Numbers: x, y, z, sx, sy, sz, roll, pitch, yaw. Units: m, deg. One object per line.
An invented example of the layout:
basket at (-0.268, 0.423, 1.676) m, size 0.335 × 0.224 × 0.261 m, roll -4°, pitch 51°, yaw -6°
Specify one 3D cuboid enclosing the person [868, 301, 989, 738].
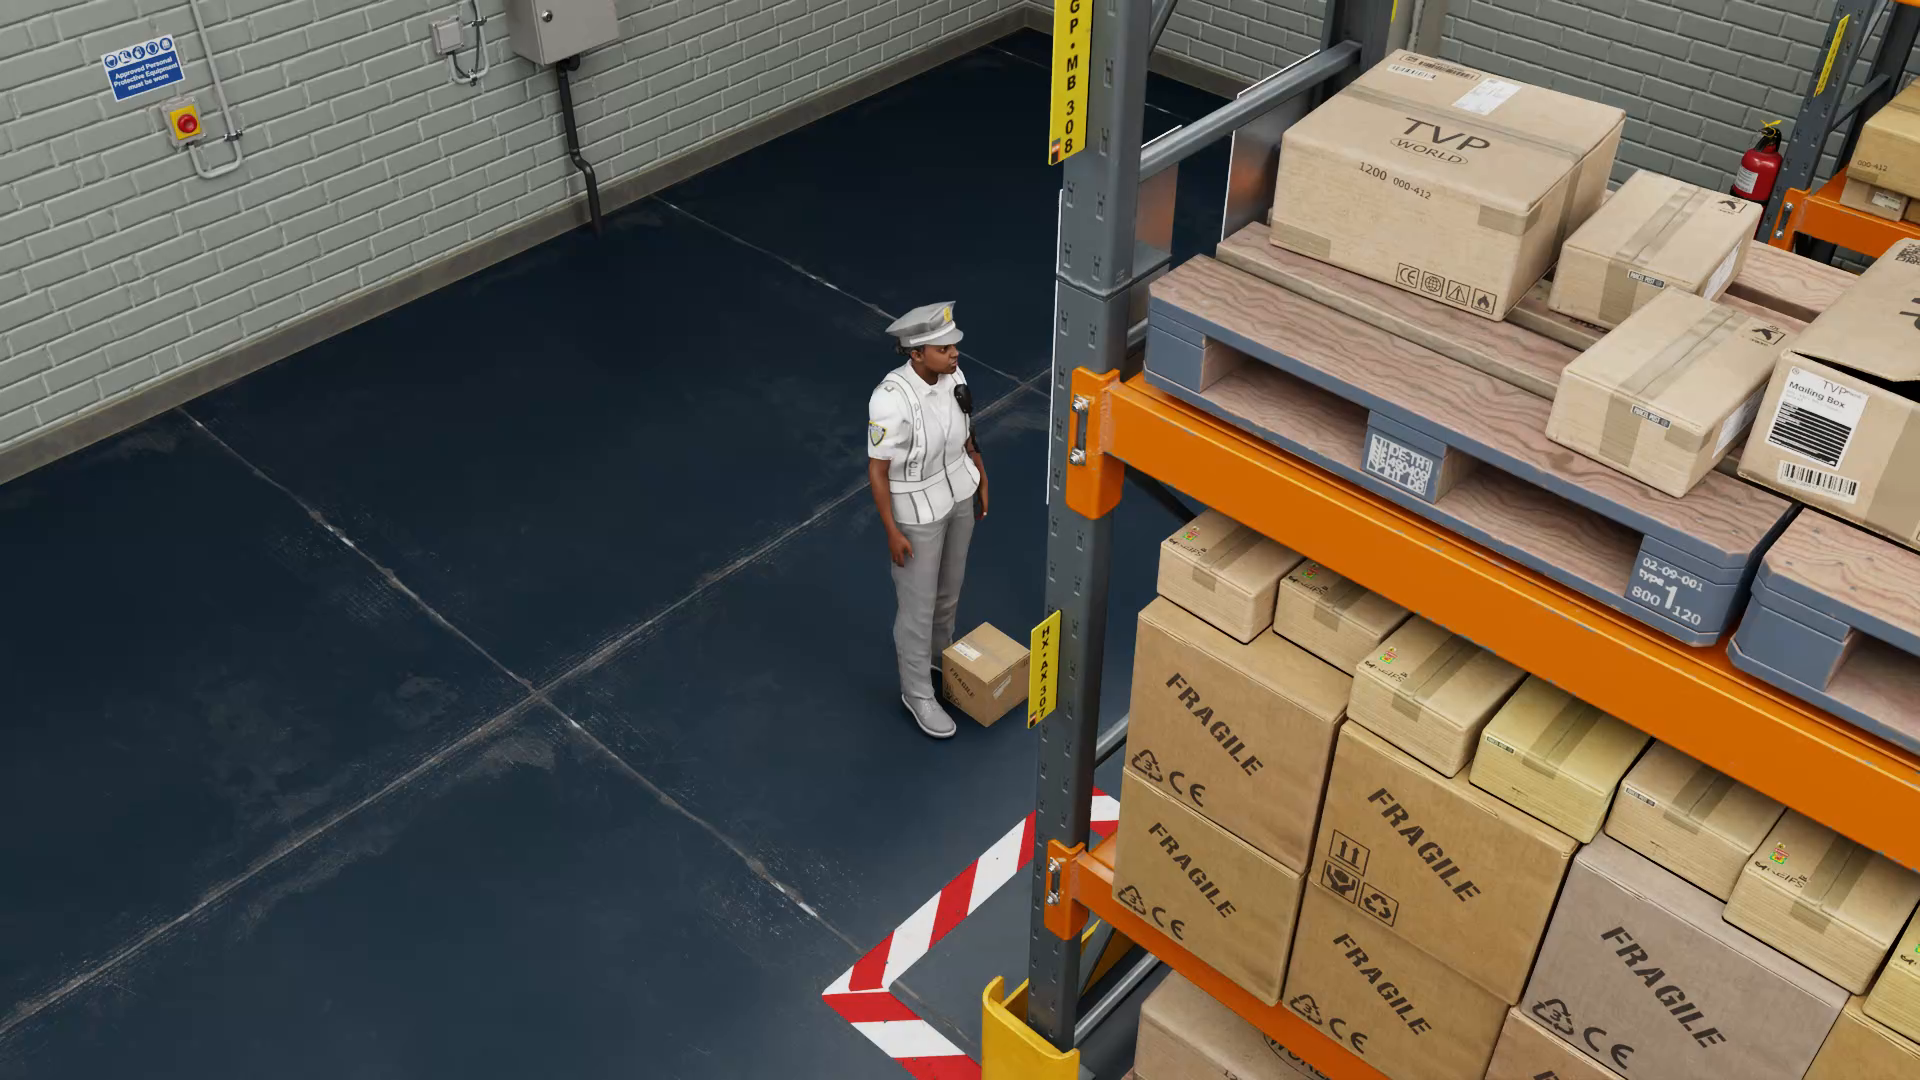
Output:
person at (-0.070, -0.100, 6.236) m, size 0.530 × 1.695 × 0.569 m, roll 30°, pitch 48°, yaw 31°
